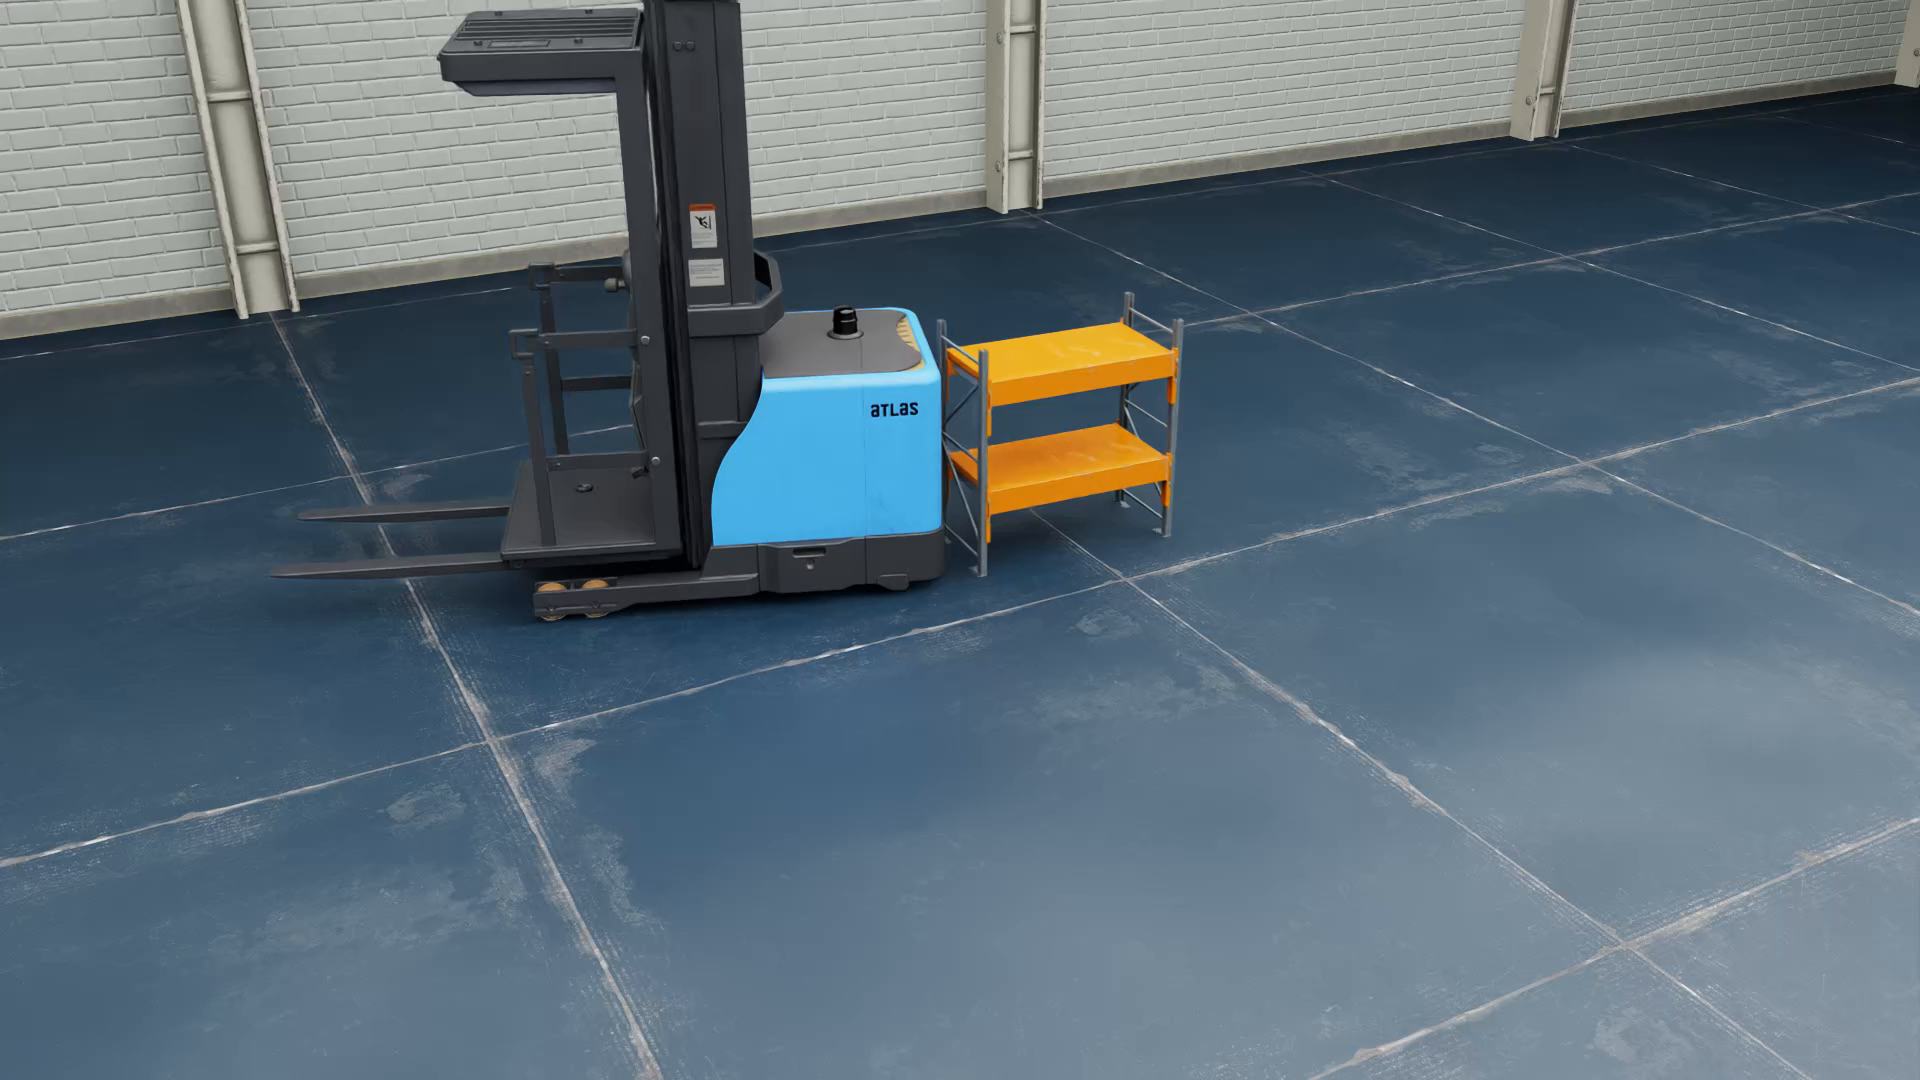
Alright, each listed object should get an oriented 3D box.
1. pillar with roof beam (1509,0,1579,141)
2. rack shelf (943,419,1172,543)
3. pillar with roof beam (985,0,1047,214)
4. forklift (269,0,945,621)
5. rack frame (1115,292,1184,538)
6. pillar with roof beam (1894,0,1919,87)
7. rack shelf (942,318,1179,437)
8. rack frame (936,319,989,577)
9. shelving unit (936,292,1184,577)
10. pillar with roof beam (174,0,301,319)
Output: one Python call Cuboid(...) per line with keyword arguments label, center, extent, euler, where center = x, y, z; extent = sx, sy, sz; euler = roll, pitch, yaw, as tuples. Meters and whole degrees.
Cuboid(label="pillar with roof beam", center=(7.777, -6.471, 11.330), extent=(0.400, 9.000, 9.100), euler=(-13, 29, -25))
Cuboid(label="rack shelf", center=(0.469, -0.303, 8.146), extent=(1.000, 0.278, 0.538), euler=(-11, 28, -22))
Cuboid(label="pillar with roof beam", center=(2.483, -5.249, 8.785), extent=(0.400, 9.000, 9.100), euler=(-13, 29, -25))
Cuboid(label="forklift", center=(-1.633, -1.203, 7.370), extent=(3.031, 2.935, 1.130), euler=(-4, 26, -8))
Cuboid(label="rack frame", center=(0.929, -0.617, 8.235), extent=(0.032, 1.125, 0.500), euler=(-11, 28, -22))
Cuboid(label="pillar with roof beam", center=(13.071, -7.693, 13.875), extent=(0.400, 9.000, 9.100), euler=(-13, 29, -25))
Cuboid(label="rack shelf", center=(0.469, -0.787, 7.914), extent=(1.000, 0.278, 0.538), euler=(-11, 28, -22))
Cuboid(label="rack frame", center=(0.008, -0.430, 7.846), extent=(0.032, 1.125, 0.500), euler=(-11, 28, -22))
Cuboid(label="shelving unit", center=(0.469, -0.523, 8.040), extent=(1.048, 1.125, 0.538), euler=(-11, 28, -22))
Cuboid(label="pillar with roof beam", center=(-2.811, -4.027, 6.240), extent=(0.400, 9.000, 9.100), euler=(-13, 29, -25))
